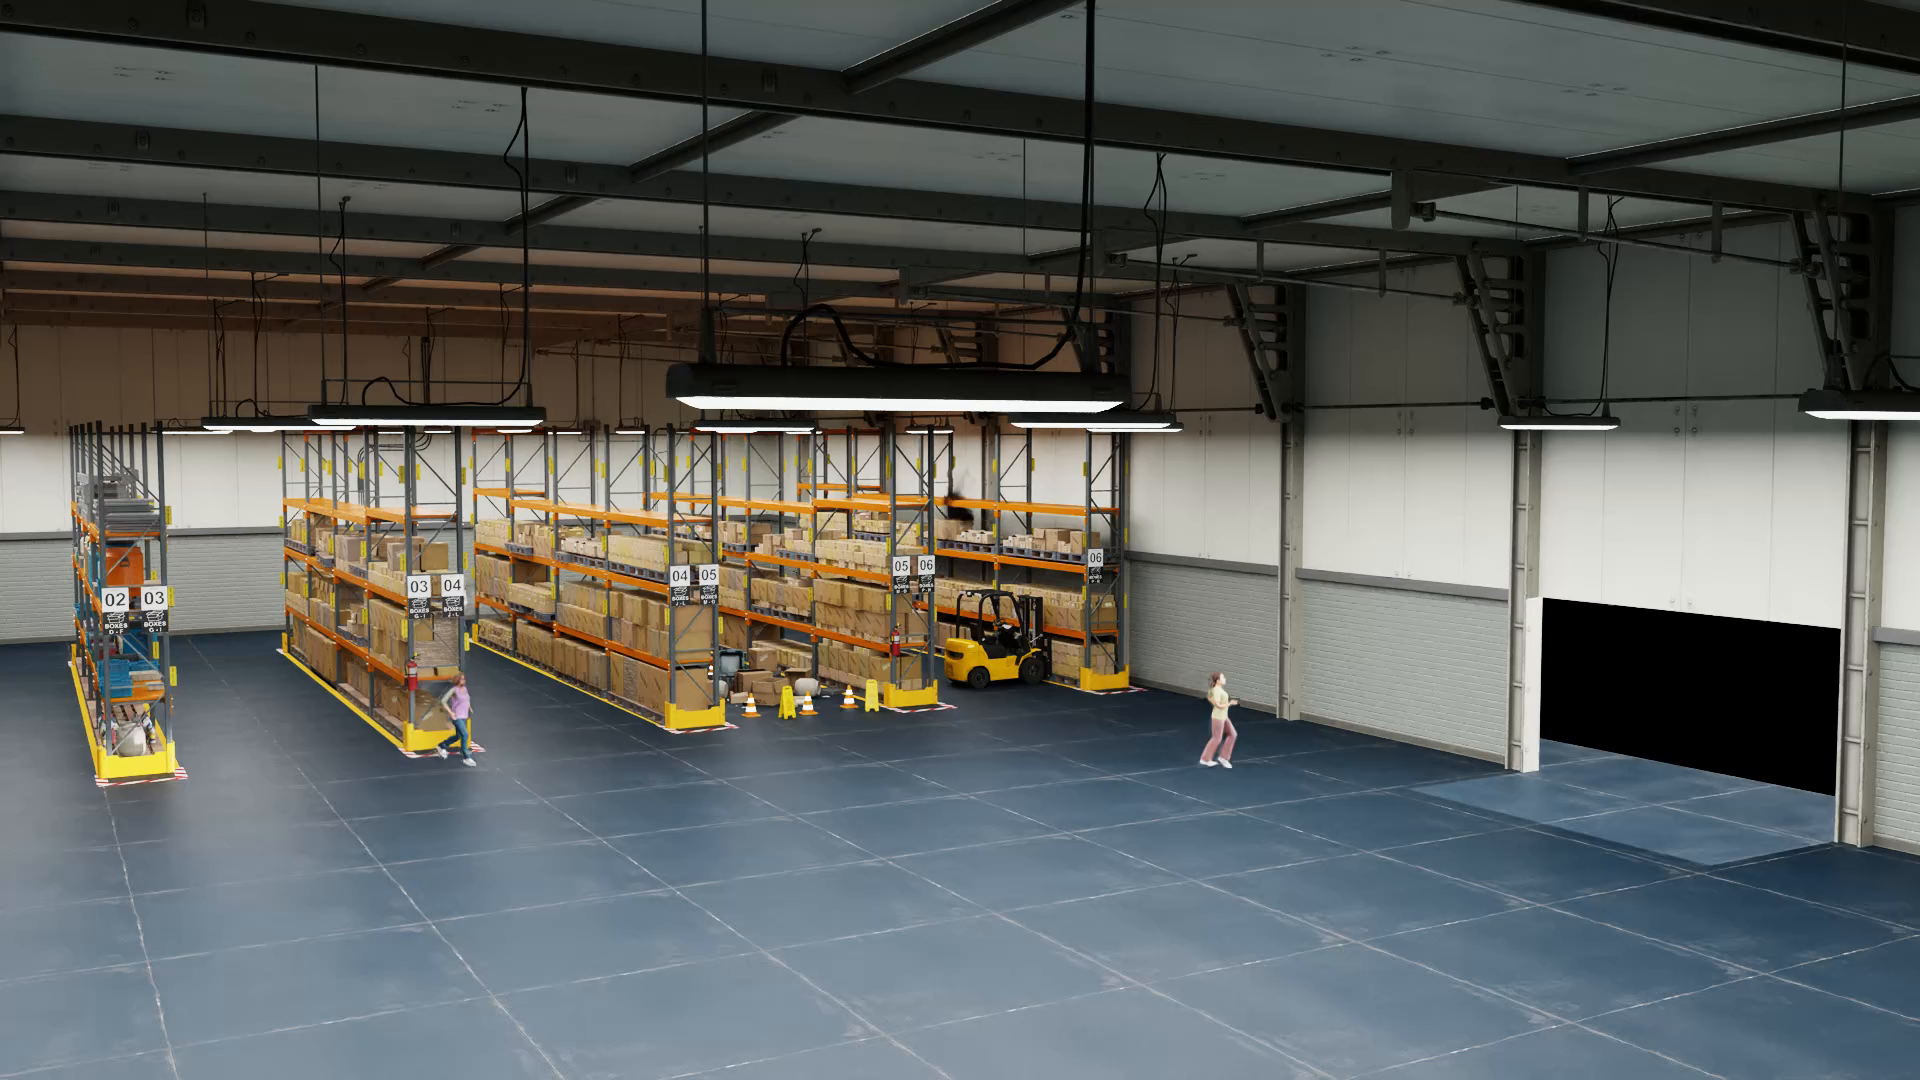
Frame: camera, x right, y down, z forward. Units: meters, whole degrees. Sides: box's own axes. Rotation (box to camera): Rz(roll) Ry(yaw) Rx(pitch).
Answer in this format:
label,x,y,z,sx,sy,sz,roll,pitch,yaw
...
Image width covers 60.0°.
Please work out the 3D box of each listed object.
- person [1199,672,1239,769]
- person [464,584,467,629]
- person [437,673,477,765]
label,x,y,z,sx,sy,sz,roll,pitch,yaw
person,4.474,3.115,28.690,0.670,1.705,0.558,1,4,16
person,-14.418,1.992,47.679,0.527,1.603,0.691,-2,4,-25
person,-8.834,3.142,29.171,0.822,1.592,0.559,1,4,15
